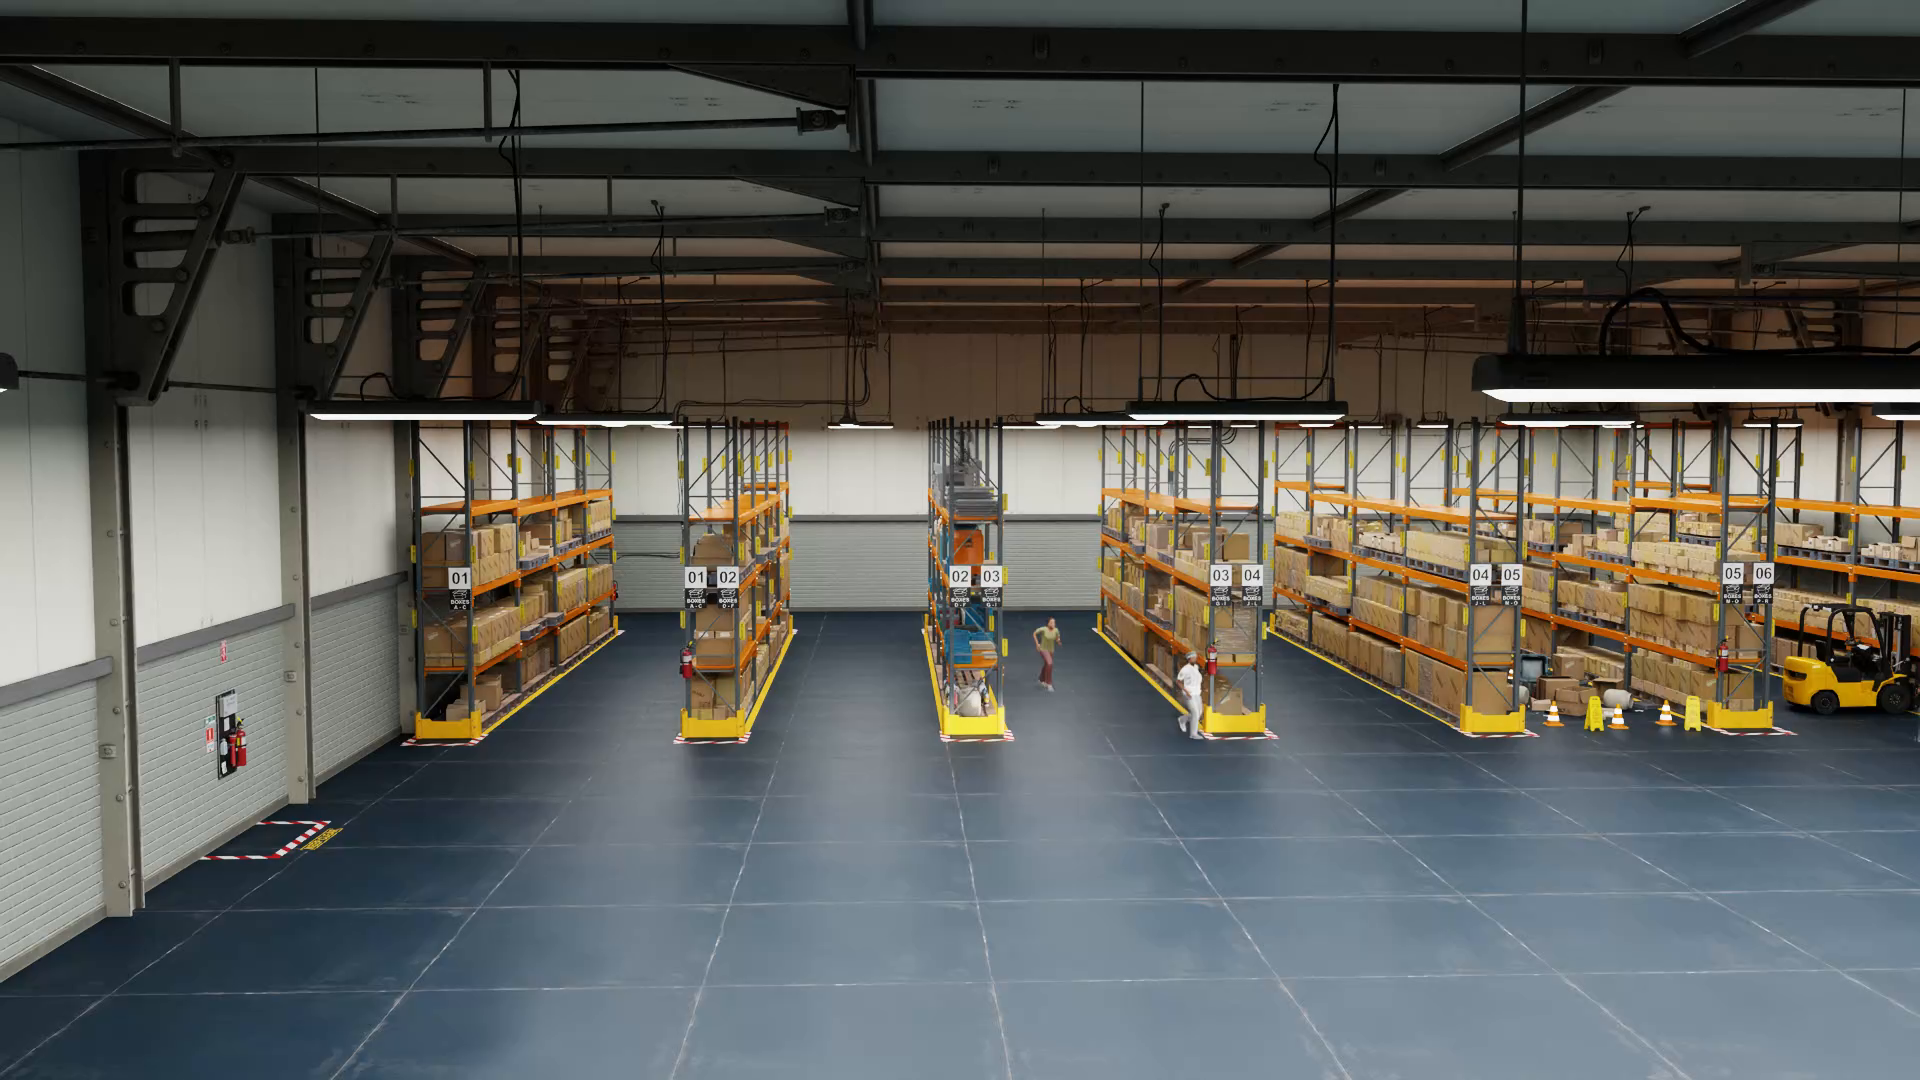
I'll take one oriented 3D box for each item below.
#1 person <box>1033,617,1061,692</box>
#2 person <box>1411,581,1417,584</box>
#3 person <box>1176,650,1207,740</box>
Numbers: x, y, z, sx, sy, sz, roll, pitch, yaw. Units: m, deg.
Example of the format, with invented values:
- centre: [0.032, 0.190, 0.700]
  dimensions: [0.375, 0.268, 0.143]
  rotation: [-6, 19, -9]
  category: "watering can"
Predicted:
- centre: [1.920, 2.510, 36.986]
  dimensions: [0.596, 1.657, 0.862]
  rotation: [-2, 4, -24]
  category: "person"
- centre: [11.936, 1.991, 43.762]
  dimensions: [0.630, 1.811, 0.825]
  rotation: [0, 4, -6]
  category: "person"
- centre: [4.294, 2.871, 30.968]
  dimensions: [0.571, 1.659, 0.623]
  rotation: [-3, 5, -42]
  category: "person"
